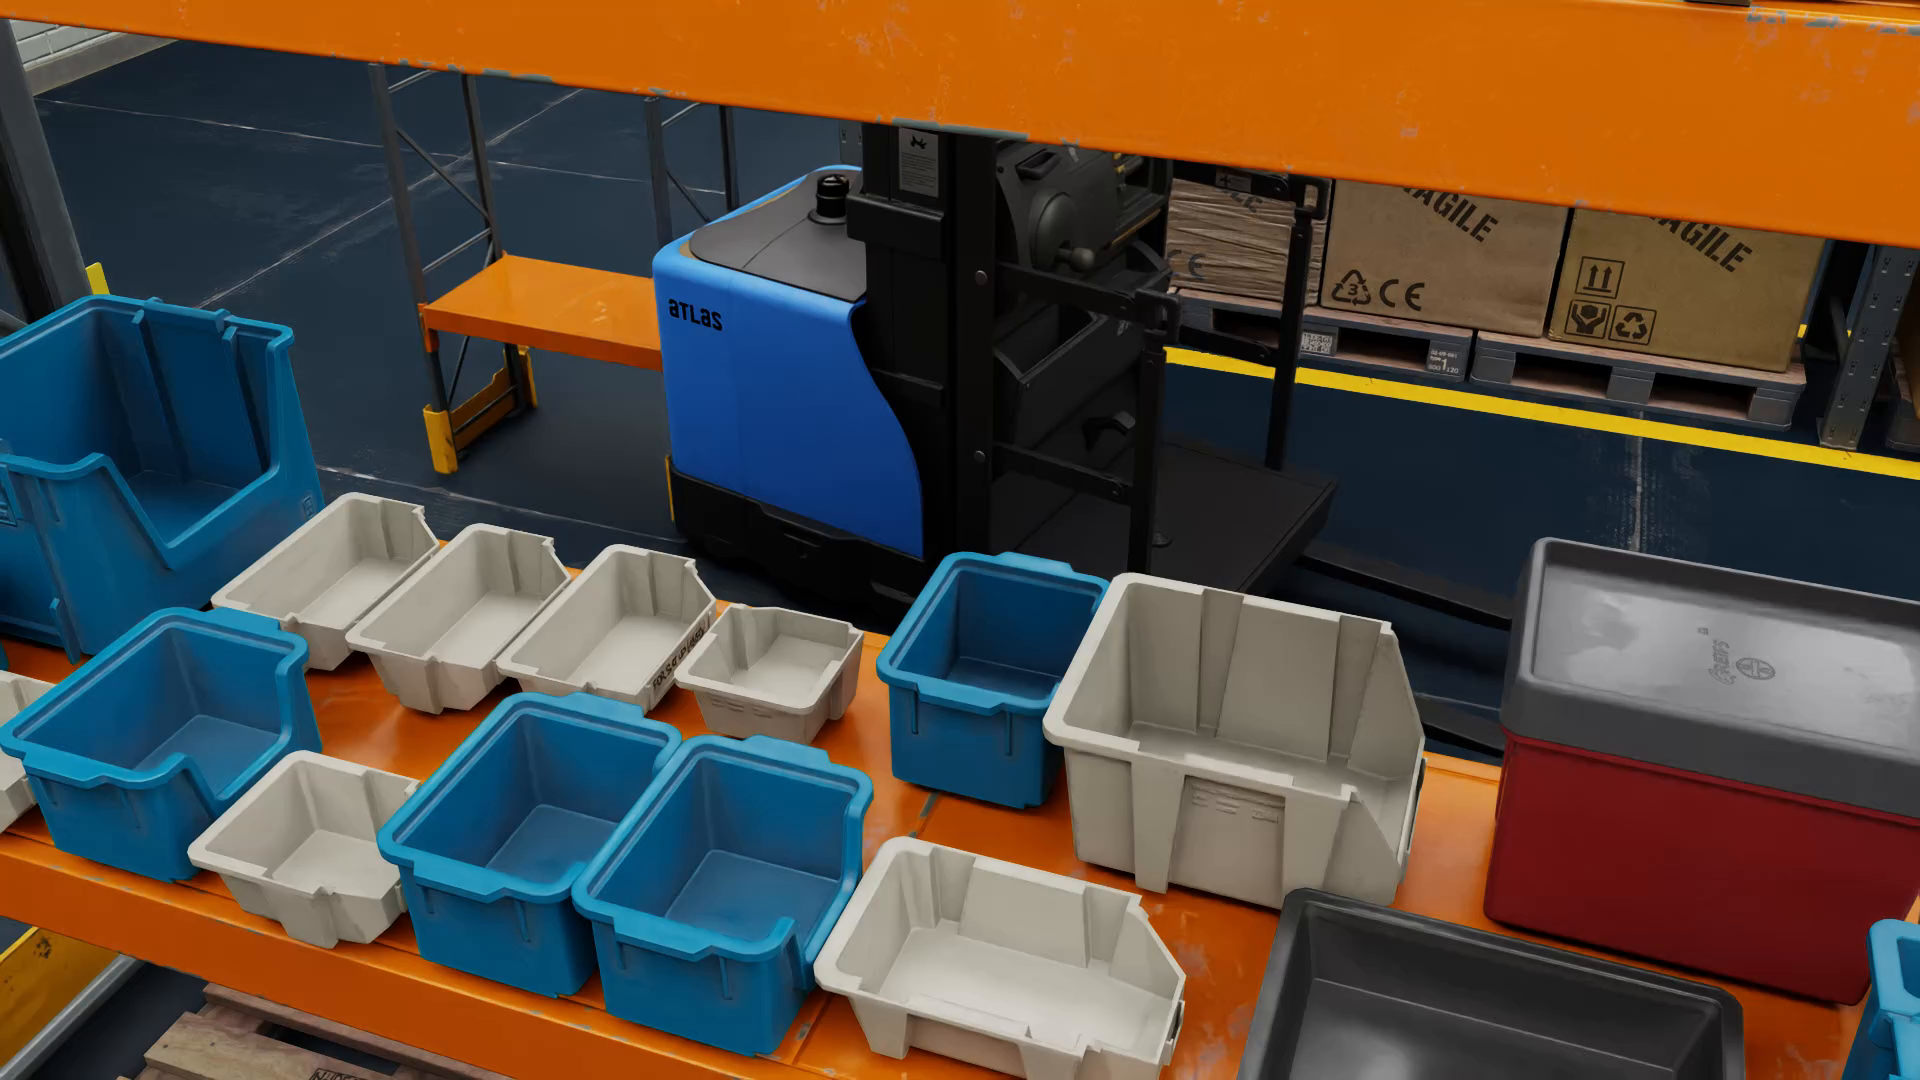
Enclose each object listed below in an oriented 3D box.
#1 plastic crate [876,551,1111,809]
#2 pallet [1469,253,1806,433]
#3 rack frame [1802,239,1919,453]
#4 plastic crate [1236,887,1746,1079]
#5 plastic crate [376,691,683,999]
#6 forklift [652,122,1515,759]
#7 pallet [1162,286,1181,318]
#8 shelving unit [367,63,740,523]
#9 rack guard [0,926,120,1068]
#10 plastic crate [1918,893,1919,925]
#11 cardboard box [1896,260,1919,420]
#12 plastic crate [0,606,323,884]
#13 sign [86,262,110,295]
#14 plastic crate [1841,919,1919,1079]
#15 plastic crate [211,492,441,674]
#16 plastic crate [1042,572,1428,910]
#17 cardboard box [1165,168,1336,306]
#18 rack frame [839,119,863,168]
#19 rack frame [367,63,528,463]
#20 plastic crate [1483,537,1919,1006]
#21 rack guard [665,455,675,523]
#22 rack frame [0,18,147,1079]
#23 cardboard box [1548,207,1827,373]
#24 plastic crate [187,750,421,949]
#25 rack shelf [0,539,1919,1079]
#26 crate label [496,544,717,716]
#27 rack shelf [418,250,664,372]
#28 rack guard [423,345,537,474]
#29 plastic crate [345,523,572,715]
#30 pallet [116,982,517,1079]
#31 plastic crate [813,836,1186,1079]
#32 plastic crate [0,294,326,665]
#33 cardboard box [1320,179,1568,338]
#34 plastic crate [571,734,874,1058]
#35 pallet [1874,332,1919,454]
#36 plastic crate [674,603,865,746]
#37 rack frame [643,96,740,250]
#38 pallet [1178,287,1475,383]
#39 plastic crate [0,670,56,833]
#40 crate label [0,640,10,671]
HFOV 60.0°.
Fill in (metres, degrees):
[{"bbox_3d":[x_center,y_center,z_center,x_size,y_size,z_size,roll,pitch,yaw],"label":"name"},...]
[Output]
[{"bbox_3d":[0.062,0.233,2.723,0.300,0.233,0.416,11,34,16],"label":"plastic crate"},{"bbox_3d":[2.790,-0.862,6.890,1.213,0.211,1.003,11,34,16],"label":"pallet"},{"bbox_3d":[3.479,-1.854,5.857,0.127,3.000,1.000,11,34,16],"label":"rack frame"},{"bbox_3d":[0.664,0.698,2.103,0.590,0.125,0.437,11,34,16],"label":"plastic crate"},{"bbox_3d":[-0.597,0.442,2.399,0.300,0.233,0.416,11,34,16],"label":"plastic crate"},{"bbox_3d":[0.542,-1.016,4.621,3.031,2.935,1.130,19,37,27],"label":"forklift"},{"bbox_3d":[0.493,-1.308,7.582,1.213,0.211,1.003,11,34,16],"label":"pallet"},{"bbox_3d":[-1.343,-0.932,5.810,1.083,1.500,0.587,12,35,18],"label":"shelving unit"},{"bbox_3d":[-1.984,0.995,3.748,0.348,0.500,1.175,11,34,16],"label":"rack guard"},{"bbox_3d":[1.418,0.602,2.240,0.243,0.136,0.396,11,34,16],"label":"plastic crate"},{"bbox_3d":[4.088,-1.031,6.153,0.875,0.875,1.225,11,34,17],"label":"cardboard box"},{"bbox_3d":[-1.216,0.322,2.585,0.300,0.233,0.416,11,34,16],"label":"plastic crate"},{"bbox_3d":[-1.787,-0.410,3.469,0.005,0.325,0.100,11,34,16],"label":"sign"},{"bbox_3d":[1.253,0.745,1.790,0.575,0.384,0.392,11,34,16],"label":"plastic crate"},{"bbox_3d":[-1.129,0.085,3.040,0.243,0.136,0.396,11,34,16],"label":"plastic crate"},{"bbox_3d":[0.433,0.326,2.534,0.530,0.282,0.437,11,34,16],"label":"plastic crate"},{"bbox_3d":[1.200,-1.627,7.077,0.875,0.875,0.875,11,34,16],"label":"cardboard box"},{"bbox_3d":[-0.287,-2.586,6.990,0.127,3.000,1.000,11,34,16],"label":"rack frame"},{"bbox_3d":[-1.810,-1.029,5.961,0.032,1.500,0.500,12,35,18],"label":"rack frame"},{"bbox_3d":[1.052,0.331,2.357,0.583,0.464,0.402,11,34,16],"label":"plastic crate"},{"bbox_3d":[-0.878,-0.310,6.000,0.087,0.250,0.587,12,35,18],"label":"rack guard"},{"bbox_3d":[-1.957,-0.057,3.073,0.127,3.000,1.000,11,34,16],"label":"rack frame"},{"bbox_3d":[2.885,-1.300,6.569,0.875,0.875,0.875,11,34,16],"label":"cardboard box"},{"bbox_3d":[-0.924,0.467,2.449,0.298,0.136,0.250,11,34,16],"label":"plastic crate"},{"bbox_3d":[-0.075,0.611,2.701,4.000,0.370,1.077,11,34,16],"label":"rack shelf"},{"bbox_3d":[-0.590,0.184,2.887,0.243,0.136,0.396,11,34,16],"label":"crate label"},{"bbox_3d":[-1.335,-0.779,5.905,1.000,0.185,0.538,12,35,18],"label":"rack shelf"},{"bbox_3d":[-1.808,-0.503,6.299,0.087,0.250,0.587,12,35,18],"label":"rack guard"},{"bbox_3d":[-0.861,0.146,2.947,0.243,0.136,0.396,11,34,16],"label":"plastic crate"},{"bbox_3d":[-1.194,1.285,3.565,1.213,0.211,1.003,11,34,16],"label":"pallet"},{"bbox_3d":[0.067,0.595,2.251,0.466,0.136,0.293,11,34,16],"label":"plastic crate"},{"bbox_3d":[-1.579,-0.131,3.100,0.499,0.435,0.616,11,34,16],"label":"plastic crate"},{"bbox_3d":[2.037,-1.464,6.824,0.875,0.875,0.875,11,34,16],"label":"cardboard box"},{"bbox_3d":[-0.314,0.497,2.314,0.300,0.233,0.416,11,34,16],"label":"plastic crate"},{"bbox_3d":[4.231,-0.580,6.454,1.213,0.211,1.003,11,34,16],"label":"pallet"},{"bbox_3d":[-0.305,0.229,2.818,0.250,0.136,0.298,11,34,16],"label":"plastic crate"},{"bbox_3d":[-0.860,-0.831,5.655,0.032,1.500,0.500,12,35,18],"label":"rack frame"},{"bbox_3d":[1.637,-1.084,7.235,1.213,0.211,1.003,11,34,16],"label":"pallet"},{"bbox_3d":[-1.562,0.343,2.642,0.298,0.136,0.250,11,34,16],"label":"plastic crate"},{"bbox_3d":[-1.836,0.201,2.772,0.303,0.233,0.416,11,34,16],"label":"crate label"}]
